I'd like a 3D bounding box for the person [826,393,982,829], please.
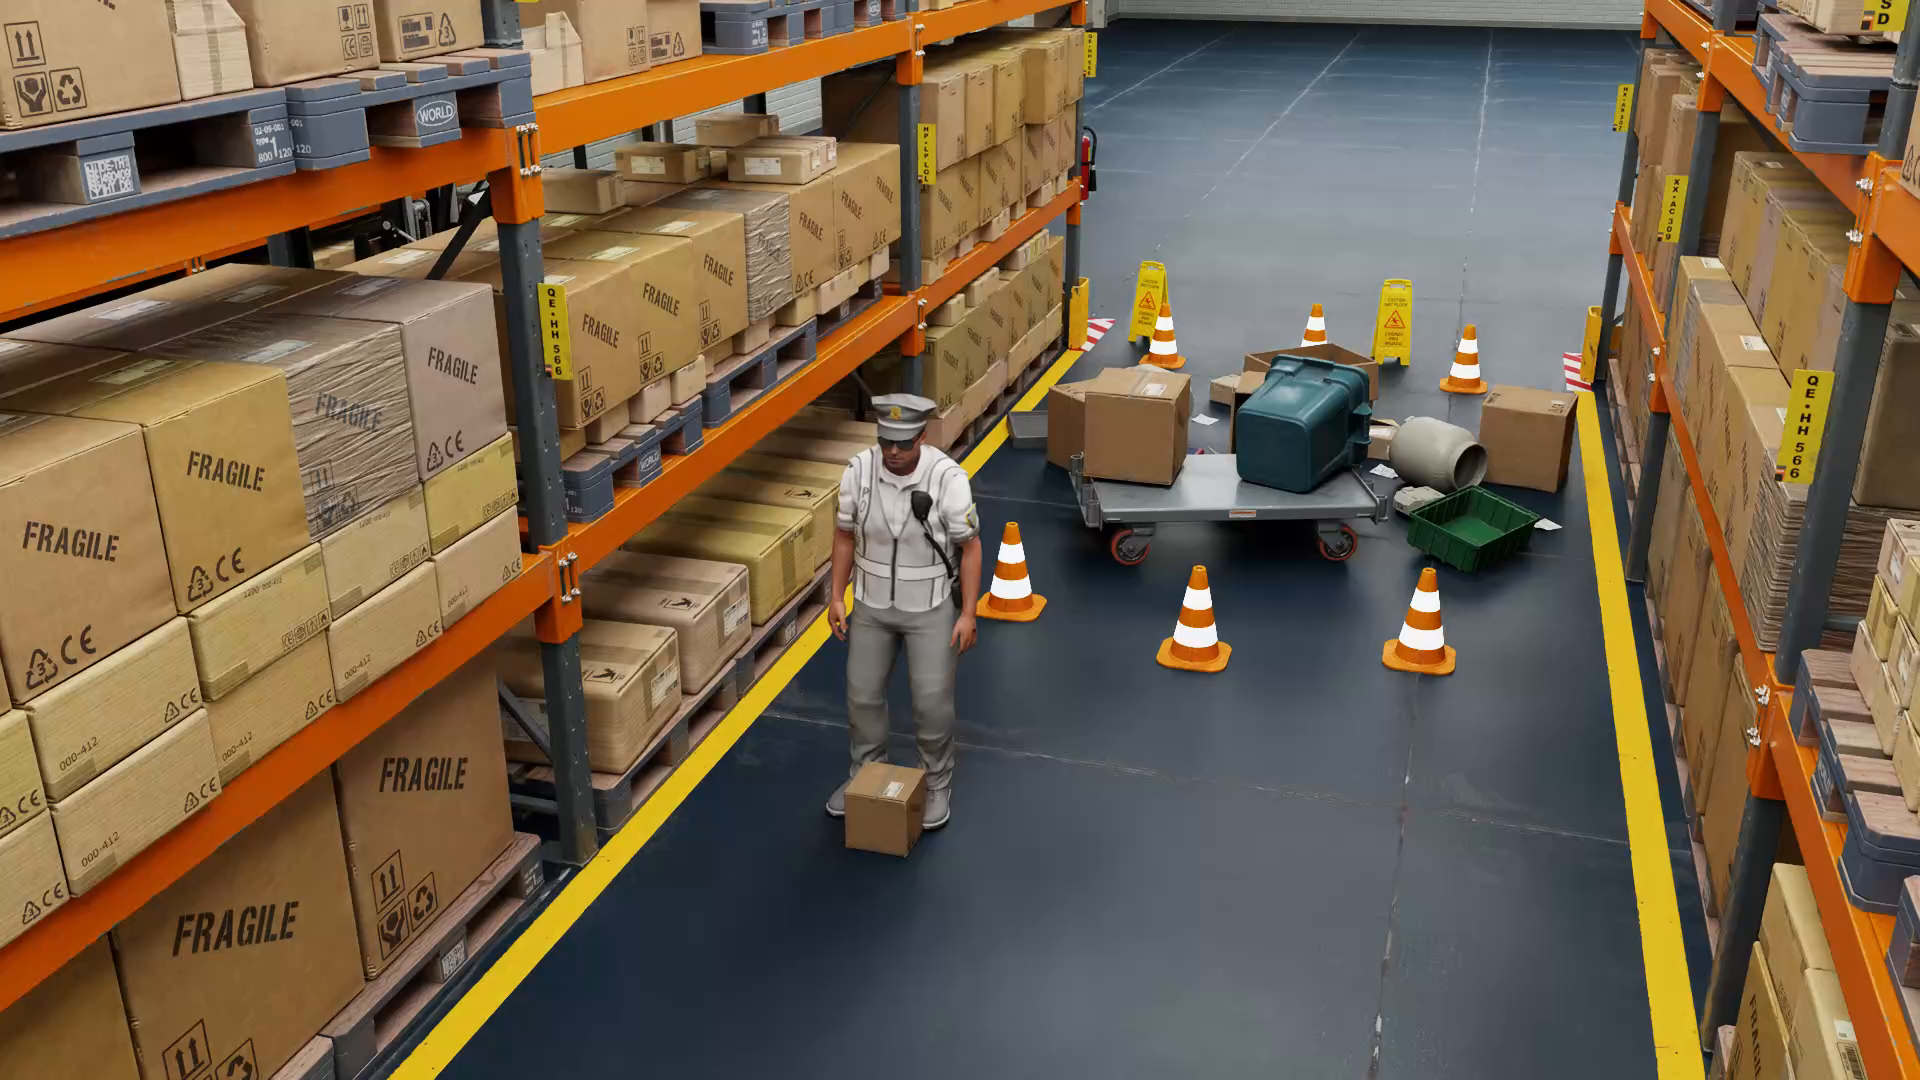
[{"bbox_3d":[-0.212,0.254,6.447,0.599,1.746,0.431,6,22,14],"label":"person"}]
